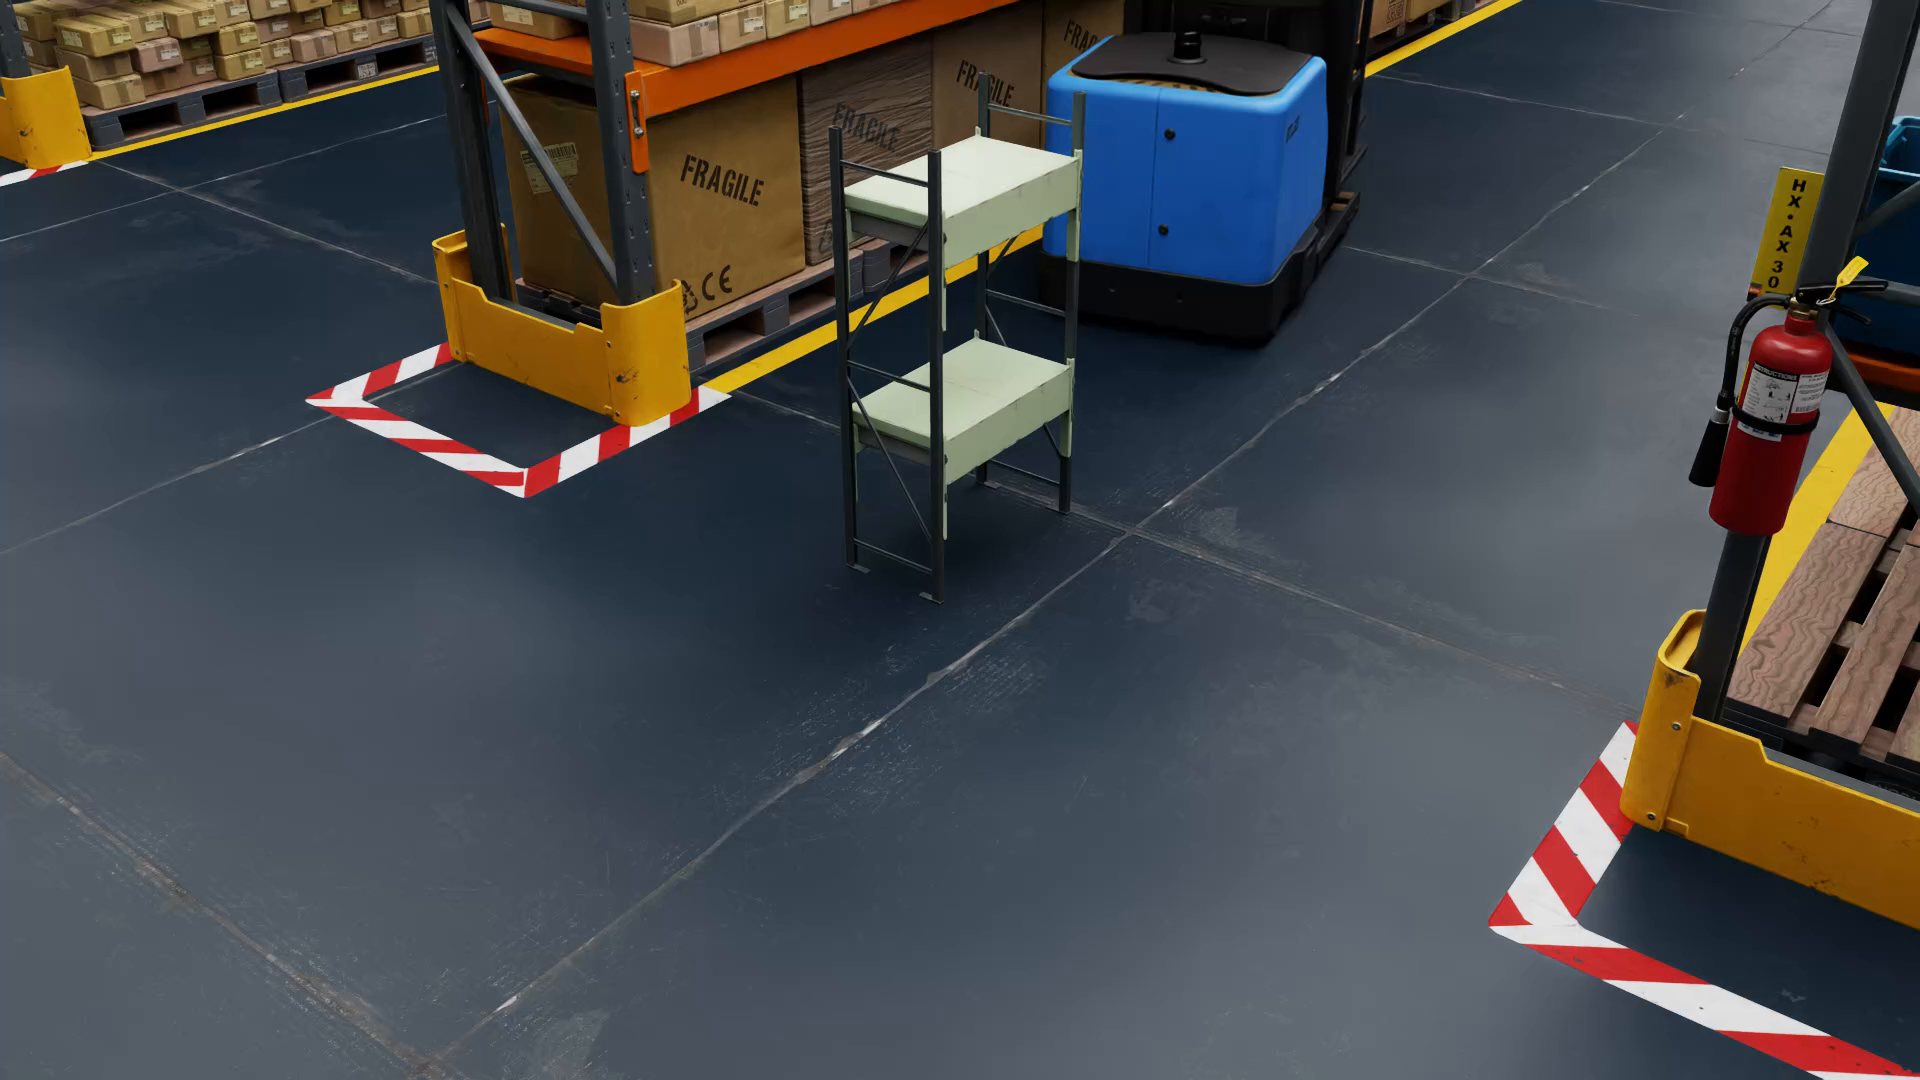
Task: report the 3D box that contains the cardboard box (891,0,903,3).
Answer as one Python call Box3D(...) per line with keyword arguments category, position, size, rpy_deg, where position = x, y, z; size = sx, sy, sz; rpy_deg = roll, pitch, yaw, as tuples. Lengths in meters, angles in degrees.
Box3D(category="cardboard box", position=(-0.358, -2.436, 7.164), size=(0.380, 0.149, 0.250), rpy_deg=(21, 36, 31))

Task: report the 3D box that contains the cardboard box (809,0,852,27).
Box3D(category="cardboard box", position=(-0.668, -2.228, 6.813), size=(0.380, 0.149, 0.250), rpy_deg=(20, 36, 31))

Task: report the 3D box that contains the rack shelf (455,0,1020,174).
Box3D(category="rack shelf", position=(-0.403, -2.481, 7.700), size=(1.077, 0.370, 4.000), rpy_deg=(21, 37, 31))

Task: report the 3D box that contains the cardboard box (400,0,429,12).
Box3D(category="cardboard box", position=(-3.694, -3.618, 11.005), size=(0.380, 0.149, 0.250), rpy_deg=(22, 37, 32))

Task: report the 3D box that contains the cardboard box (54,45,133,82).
Box3D(category="cardboard box", position=(-4.982, -2.762, 9.560), size=(0.380, 0.149, 0.250), rpy_deg=(23, 38, 33))

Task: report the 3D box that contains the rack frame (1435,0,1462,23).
Box3D(category="rack frame", position=(3.219, -5.230, 11.632), size=(1.000, 3.000, 0.127), rpy_deg=(21, 37, 31))

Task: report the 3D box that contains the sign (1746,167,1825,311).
Box3D(category="sign", position=(1.891, -0.686, 3.806), size=(0.100, 0.325, 0.005), rpy_deg=(21, 37, 31))

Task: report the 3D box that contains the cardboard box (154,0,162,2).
Box3D(category="cardboard box", position=(-4.926, -3.363, 10.284), size=(0.380, 0.149, 0.250), rpy_deg=(20, 36, 29))

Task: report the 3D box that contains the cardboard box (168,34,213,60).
Box3D(category="cardboard box", position=(-4.695, -2.982, 9.933), size=(0.380, 0.149, 0.250), rpy_deg=(22, 37, 32))

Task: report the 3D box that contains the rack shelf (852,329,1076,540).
Box3D(category="rack shelf", position=(0.004, -0.367, 5.538), size=(0.431, 0.370, 0.720), rpy_deg=(21, 37, 31))

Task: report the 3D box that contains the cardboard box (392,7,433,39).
Box3D(category="cardboard box", position=(-3.678, -3.441, 10.998), size=(0.380, 0.149, 0.250), rpy_deg=(21, 37, 31))

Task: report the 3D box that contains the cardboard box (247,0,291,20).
Box3D(category="cardboard box", position=(-4.333, -3.312, 10.197), size=(0.380, 0.149, 0.250), rpy_deg=(23, 37, 33))

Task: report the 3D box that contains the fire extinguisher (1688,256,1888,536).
Box3D(category="fire extinguisher", position=(1.886, -0.338, 3.820), size=(0.296, 0.674, 0.183), rpy_deg=(21, 37, 31))

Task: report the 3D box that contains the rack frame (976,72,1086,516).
Box3D(category="rack frame", position=(0.225, -0.797, 5.623), size=(0.400, 1.500, 0.023), rpy_deg=(21, 37, 31))

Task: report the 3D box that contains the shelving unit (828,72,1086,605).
Box3D(category="shelving unit", position=(0.004, -0.648, 5.372), size=(0.431, 1.500, 0.755), rpy_deg=(21, 37, 31))

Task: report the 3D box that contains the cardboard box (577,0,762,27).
Box3D(category="cardboard box", position=(-1.105, -2.153, 6.297), size=(0.500, 0.250, 0.500), rpy_deg=(20, 36, 30))

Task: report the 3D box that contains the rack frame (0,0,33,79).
Box3D(category="rack frame", position=(-5.503, -3.545, 8.790), size=(1.000, 3.000, 0.127), rpy_deg=(21, 37, 31))

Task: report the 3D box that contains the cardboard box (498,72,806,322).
Box3D(category="cardboard box", position=(-1.287, -1.529, 7.060), size=(0.875, 0.875, 0.875), rpy_deg=(21, 37, 31))

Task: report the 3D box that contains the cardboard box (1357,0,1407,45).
Box3D(category="cardboard box", position=(2.242, -3.862, 10.997), size=(1.225, 0.875, 0.875), rpy_deg=(21, 37, 31))

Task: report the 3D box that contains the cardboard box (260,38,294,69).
Box3D(category="cardboard box", position=(-4.375, -3.052, 10.342), size=(0.380, 0.149, 0.250), rpy_deg=(21, 37, 31))

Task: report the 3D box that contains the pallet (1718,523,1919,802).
Box3D(category="pallet", position=(2.868, 0.423, 4.830), size=(1.003, 0.211, 1.213), rpy_deg=(21, 37, 31))

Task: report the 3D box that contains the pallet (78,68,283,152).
Box3D(category="pallet", position=(-4.939, -2.696, 10.092), size=(1.003, 0.211, 1.213), rpy_deg=(21, 37, 31))

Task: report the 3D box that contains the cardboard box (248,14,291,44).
Box3D(category="cardboard box", position=(-4.369, -3.190, 10.283), size=(0.380, 0.149, 0.250), rpy_deg=(19, 36, 29))

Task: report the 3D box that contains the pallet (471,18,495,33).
Box3D(category="pallet", position=(-3.466, -3.688, 11.766), size=(1.003, 0.211, 1.213), rpy_deg=(21, 37, 31))

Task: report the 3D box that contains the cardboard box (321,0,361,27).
Box3D(category="cardboard box", position=(-4.067, -3.420, 10.671), size=(0.380, 0.149, 0.250), rpy_deg=(23, 38, 33))

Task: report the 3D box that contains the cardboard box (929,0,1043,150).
Box3D(category="cardboard box", position=(-0.201, -2.261, 8.295), size=(0.875, 0.875, 0.875), rpy_deg=(21, 37, 31))

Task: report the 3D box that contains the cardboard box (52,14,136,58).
Box3D(category="cardboard box", position=(-4.916, -2.864, 9.441), size=(0.380, 0.149, 0.250), rpy_deg=(19, 36, 29))

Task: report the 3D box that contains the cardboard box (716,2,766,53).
Box3D(category="cardboard box", position=(-0.979, -2.017, 6.458), size=(0.380, 0.149, 0.250), rpy_deg=(21, 36, 31))

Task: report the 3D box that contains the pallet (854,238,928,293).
Box3D(category="pallet", position=(-0.453, -1.621, 8.278), size=(1.003, 0.211, 1.213), rpy_deg=(21, 37, 31))

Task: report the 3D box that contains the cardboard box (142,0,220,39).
Box3D(category="cardboard box", position=(-4.591, -3.076, 9.799), size=(0.380, 0.149, 0.250), rpy_deg=(21, 37, 31))

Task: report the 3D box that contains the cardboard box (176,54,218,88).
Box3D(category="cardboard box", position=(-4.695, -2.849, 9.999), size=(0.380, 0.149, 0.250), rpy_deg=(22, 37, 32))

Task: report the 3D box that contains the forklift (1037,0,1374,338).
Box3D(category="forklift", position=(1.389, -2.851, 7.685), size=(1.130, 2.935, 3.031), rpy_deg=(12, 33, 20))

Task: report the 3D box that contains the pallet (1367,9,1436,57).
Box3D(category="pallet", position=(2.683, -3.733, 11.841), size=(1.003, 0.211, 1.213), rpy_deg=(21, 37, 31))

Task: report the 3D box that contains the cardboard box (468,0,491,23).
Box3D(category="cardboard box", position=(-3.385, -3.654, 11.358), size=(0.380, 0.149, 0.250), rpy_deg=(20, 36, 30))

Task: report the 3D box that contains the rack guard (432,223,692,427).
Box3D(category="rack guard", position=(-1.624, -0.893, 6.766), size=(1.175, 0.500, 0.348), rpy_deg=(21, 37, 31))

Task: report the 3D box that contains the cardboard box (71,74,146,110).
Box3D(category="cardboard box", position=(-4.932, -2.614, 9.603), size=(0.380, 0.149, 0.250), rpy_deg=(22, 37, 32))

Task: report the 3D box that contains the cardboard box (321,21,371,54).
Box3D(category="cardboard box", position=(-4.009, -3.247, 10.671), size=(0.380, 0.149, 0.250), rpy_deg=(21, 37, 31))

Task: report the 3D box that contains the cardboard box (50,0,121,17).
Box3D(category="cardboard box", position=(-5.188, -3.133, 9.896), size=(0.380, 0.149, 0.250), rpy_deg=(22, 37, 32))

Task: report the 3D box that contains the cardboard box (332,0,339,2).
Box3D(category="cardboard box", position=(-4.062, -3.537, 10.576), size=(0.380, 0.149, 0.250), rpy_deg=(21, 37, 31))
